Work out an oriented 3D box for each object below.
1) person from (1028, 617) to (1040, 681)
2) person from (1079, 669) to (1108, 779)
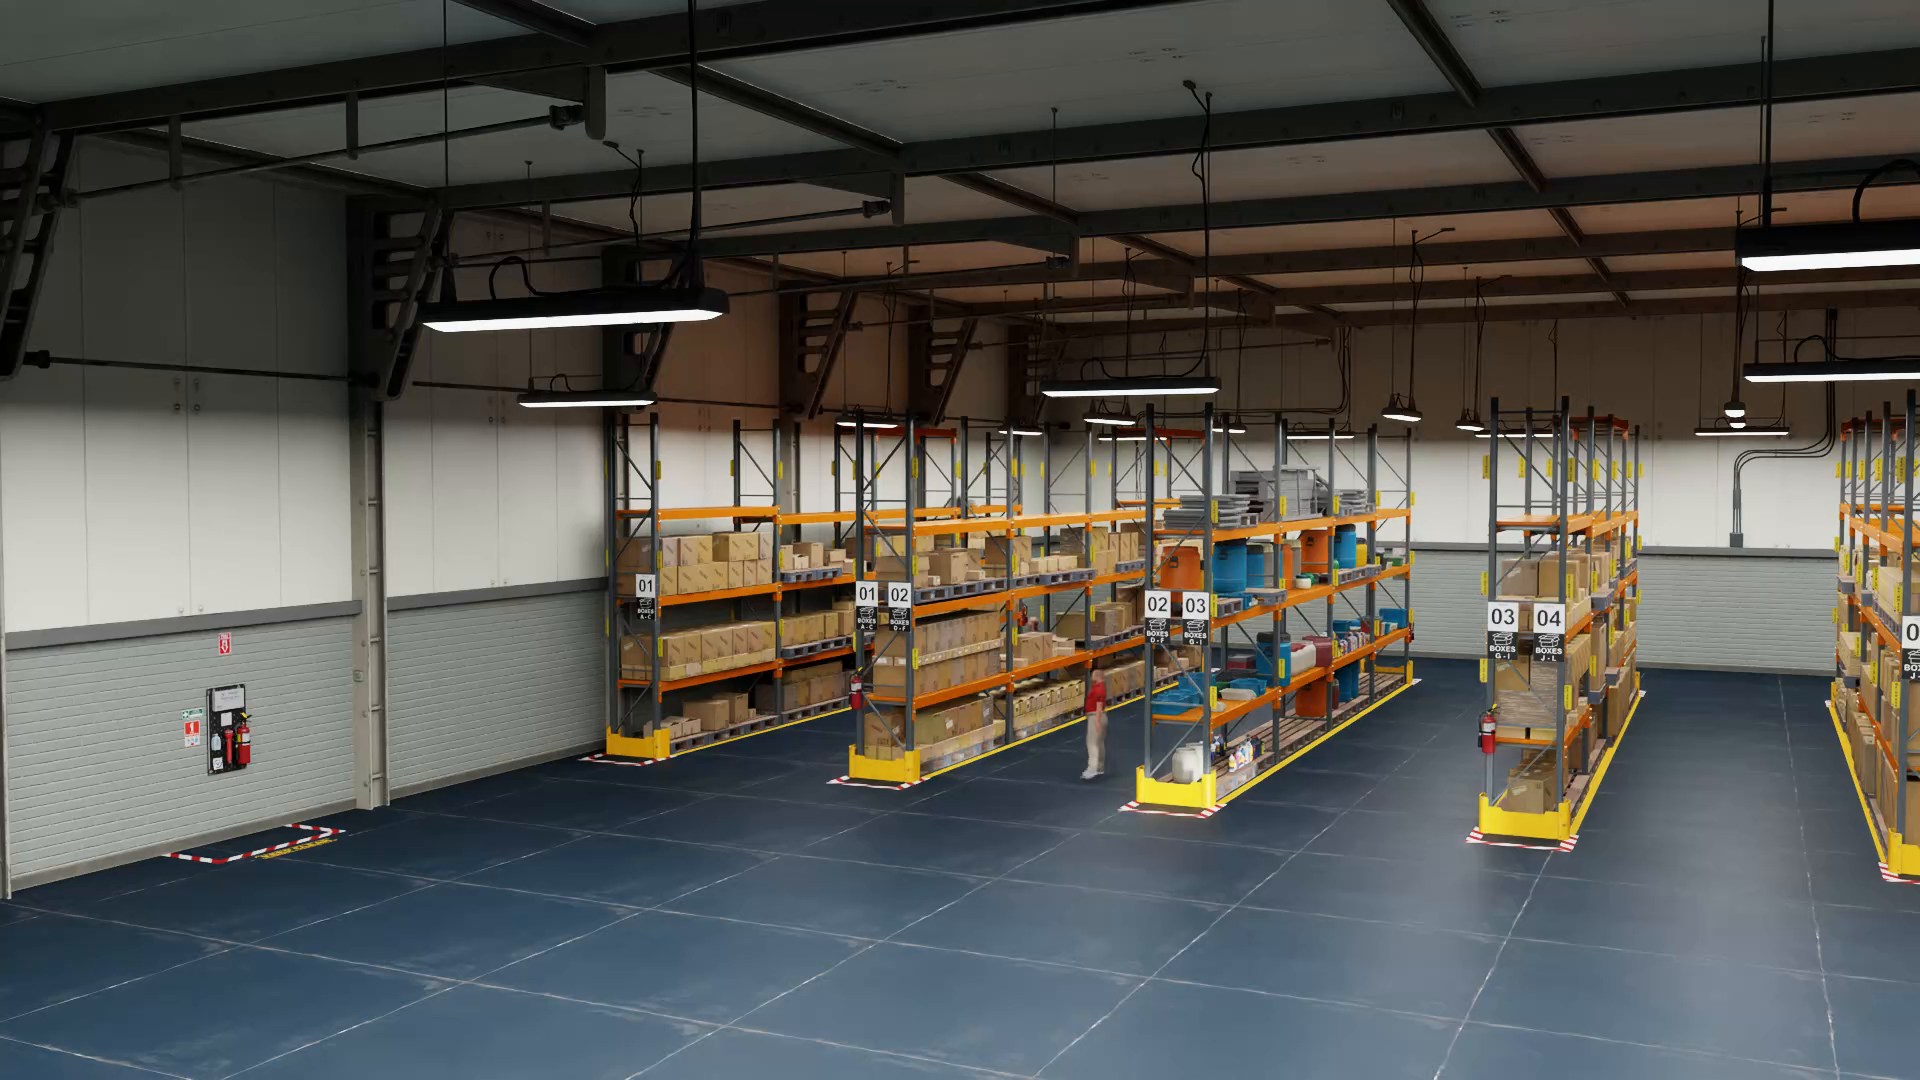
[{"bbox_3d":[1.548,2.570,36.426,0.410,1.781,0.617,0,2,10],"label":"person"},{"bbox_3d":[2.195,3.004,27.233,0.394,1.767,0.669,1,2,15],"label":"person"}]
